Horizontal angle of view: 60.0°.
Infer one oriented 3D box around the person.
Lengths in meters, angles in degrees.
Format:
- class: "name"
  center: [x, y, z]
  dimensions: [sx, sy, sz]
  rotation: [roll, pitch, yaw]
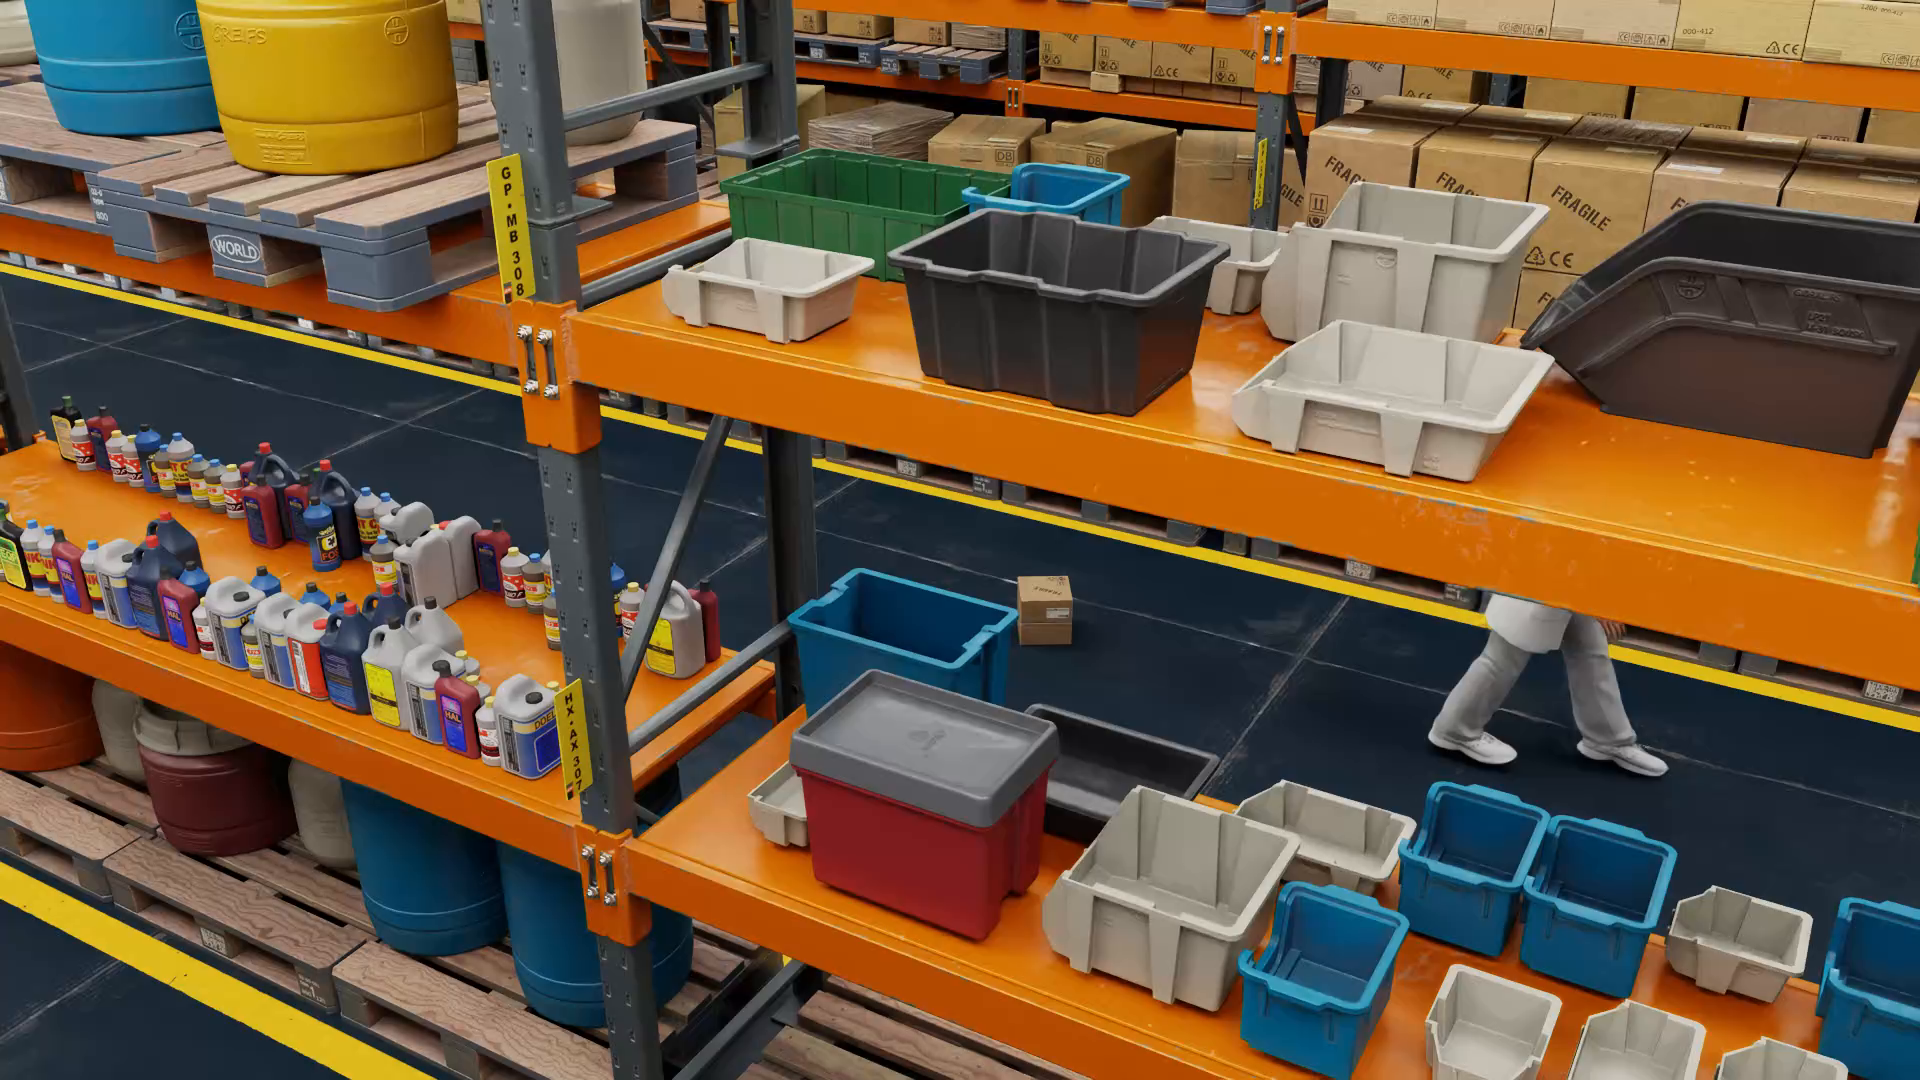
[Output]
- class: "person"
  center: [2.495, 0.184, 6.732]
  dimensions: [0.969, 1.753, 0.571]
  rotation: [12, 29, 23]
